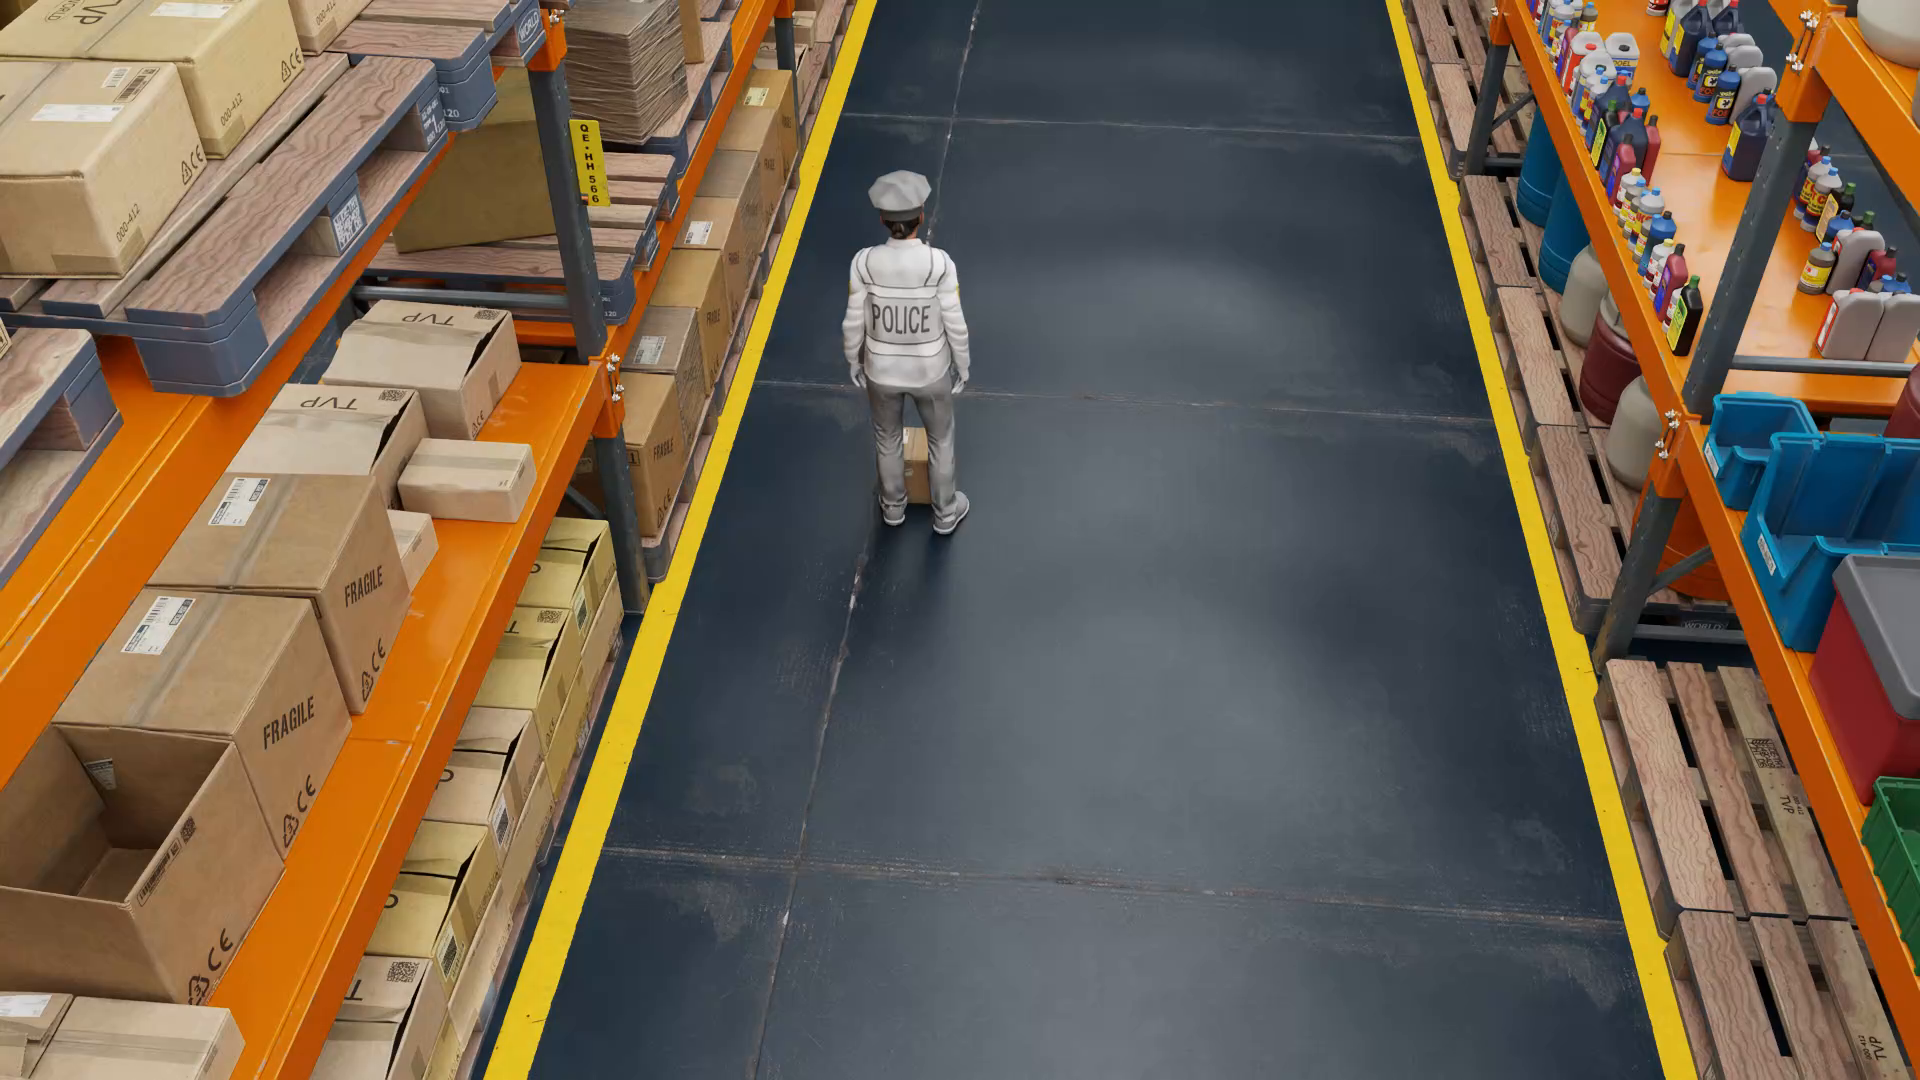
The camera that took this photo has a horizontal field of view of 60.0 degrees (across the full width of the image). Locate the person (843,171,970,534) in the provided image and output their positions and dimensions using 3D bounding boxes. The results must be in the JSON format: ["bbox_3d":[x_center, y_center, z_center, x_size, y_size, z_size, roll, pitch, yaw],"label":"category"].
[{"bbox_3d":[-0.217,-0.736,7.022,0.526,1.662,0.410,3,40,3],"label":"person"}]
